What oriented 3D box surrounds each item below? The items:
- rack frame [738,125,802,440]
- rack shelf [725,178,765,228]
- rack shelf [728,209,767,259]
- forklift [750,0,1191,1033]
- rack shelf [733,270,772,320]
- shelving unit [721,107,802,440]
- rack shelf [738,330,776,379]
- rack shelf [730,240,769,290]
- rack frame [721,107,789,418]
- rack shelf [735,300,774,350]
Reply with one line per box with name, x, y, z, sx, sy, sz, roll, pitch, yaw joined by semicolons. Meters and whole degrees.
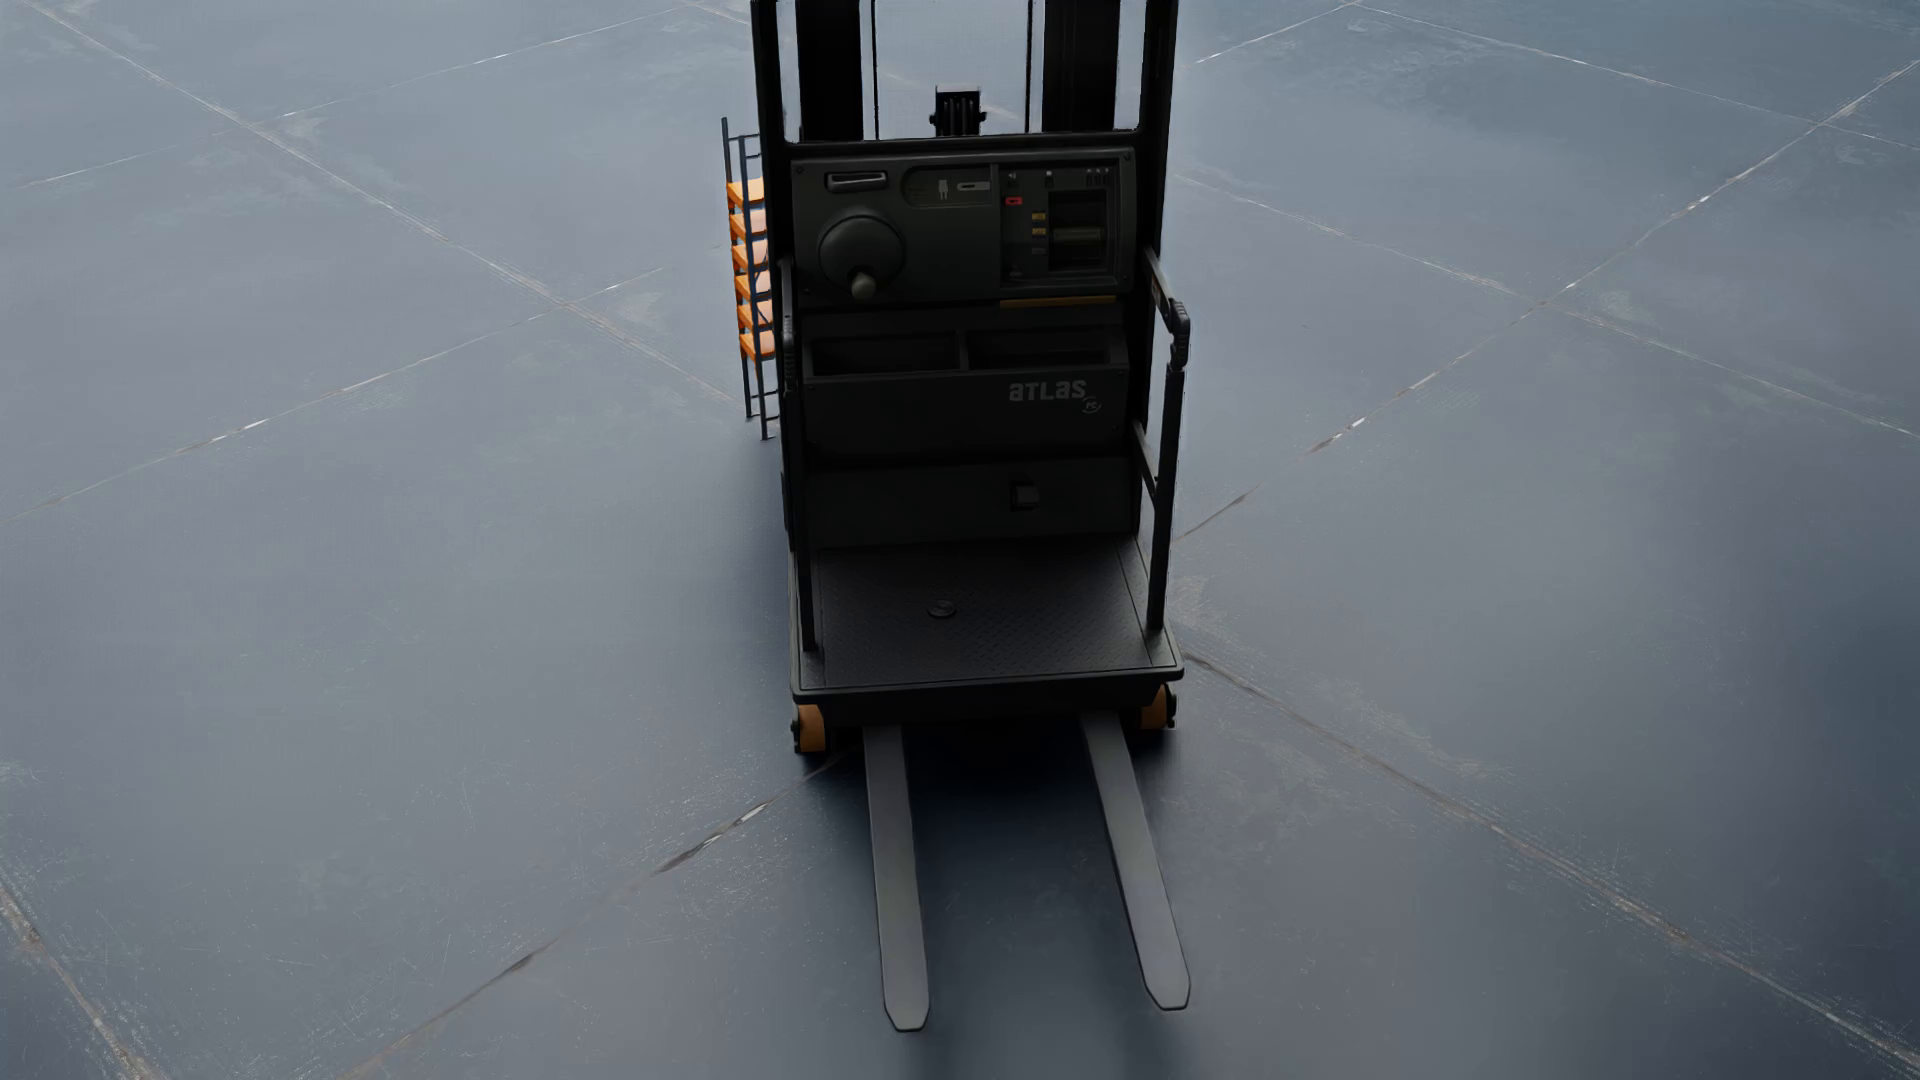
rack frame;-0.639;-0.900;5.991;0.240;1.200;0.006;-15;37;-20
rack shelf;-0.678;-1.207;5.879;0.258;0.103;0.180;-15;37;-20
rack shelf;-0.678;-1.108;5.948;0.258;0.103;0.180;-15;37;-20
forklift;0.039;-0.788;4.317;1.130;2.935;3.031;-3;35;-5
rack shelf;-0.678;-0.911;6.085;0.258;0.103;0.180;-15;37;-20
shelving unit;-0.678;-0.948;6.060;0.258;1.200;0.189;-15;37;-20
rack shelf;-0.677;-0.714;6.222;0.258;0.103;0.180;-15;37;-20
rack shelf;-0.678;-1.010;6.016;0.258;0.103;0.180;-15;37;-20
rack frame;-0.716;-0.995;6.128;0.240;1.200;0.006;-15;37;-20
rack shelf;-0.678;-0.813;6.154;0.258;0.103;0.180;-15;37;-20
